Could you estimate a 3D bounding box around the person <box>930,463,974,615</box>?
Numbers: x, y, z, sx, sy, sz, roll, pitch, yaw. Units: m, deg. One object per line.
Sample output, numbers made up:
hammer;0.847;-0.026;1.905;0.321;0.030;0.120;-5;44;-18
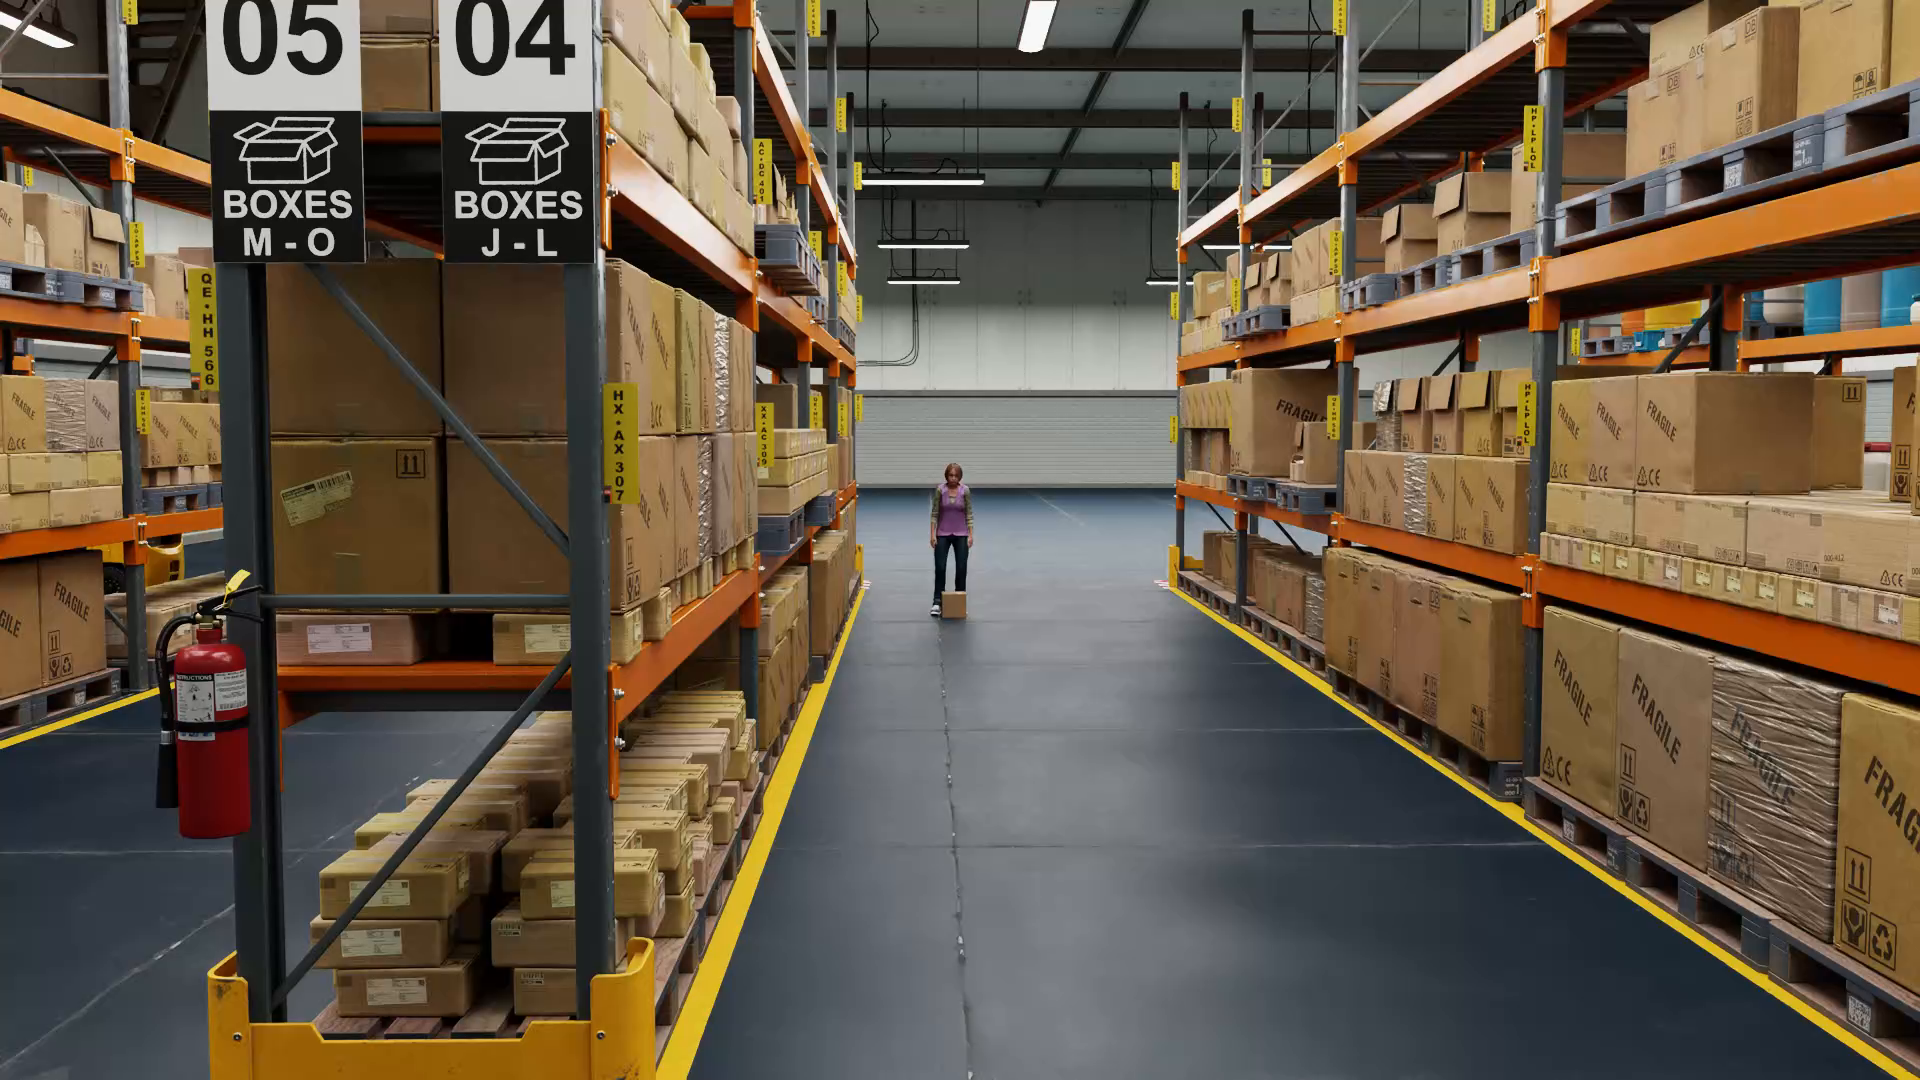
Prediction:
person;-0.084;-0.015;17.457;0.459;1.593;0.348;0;4;-2
